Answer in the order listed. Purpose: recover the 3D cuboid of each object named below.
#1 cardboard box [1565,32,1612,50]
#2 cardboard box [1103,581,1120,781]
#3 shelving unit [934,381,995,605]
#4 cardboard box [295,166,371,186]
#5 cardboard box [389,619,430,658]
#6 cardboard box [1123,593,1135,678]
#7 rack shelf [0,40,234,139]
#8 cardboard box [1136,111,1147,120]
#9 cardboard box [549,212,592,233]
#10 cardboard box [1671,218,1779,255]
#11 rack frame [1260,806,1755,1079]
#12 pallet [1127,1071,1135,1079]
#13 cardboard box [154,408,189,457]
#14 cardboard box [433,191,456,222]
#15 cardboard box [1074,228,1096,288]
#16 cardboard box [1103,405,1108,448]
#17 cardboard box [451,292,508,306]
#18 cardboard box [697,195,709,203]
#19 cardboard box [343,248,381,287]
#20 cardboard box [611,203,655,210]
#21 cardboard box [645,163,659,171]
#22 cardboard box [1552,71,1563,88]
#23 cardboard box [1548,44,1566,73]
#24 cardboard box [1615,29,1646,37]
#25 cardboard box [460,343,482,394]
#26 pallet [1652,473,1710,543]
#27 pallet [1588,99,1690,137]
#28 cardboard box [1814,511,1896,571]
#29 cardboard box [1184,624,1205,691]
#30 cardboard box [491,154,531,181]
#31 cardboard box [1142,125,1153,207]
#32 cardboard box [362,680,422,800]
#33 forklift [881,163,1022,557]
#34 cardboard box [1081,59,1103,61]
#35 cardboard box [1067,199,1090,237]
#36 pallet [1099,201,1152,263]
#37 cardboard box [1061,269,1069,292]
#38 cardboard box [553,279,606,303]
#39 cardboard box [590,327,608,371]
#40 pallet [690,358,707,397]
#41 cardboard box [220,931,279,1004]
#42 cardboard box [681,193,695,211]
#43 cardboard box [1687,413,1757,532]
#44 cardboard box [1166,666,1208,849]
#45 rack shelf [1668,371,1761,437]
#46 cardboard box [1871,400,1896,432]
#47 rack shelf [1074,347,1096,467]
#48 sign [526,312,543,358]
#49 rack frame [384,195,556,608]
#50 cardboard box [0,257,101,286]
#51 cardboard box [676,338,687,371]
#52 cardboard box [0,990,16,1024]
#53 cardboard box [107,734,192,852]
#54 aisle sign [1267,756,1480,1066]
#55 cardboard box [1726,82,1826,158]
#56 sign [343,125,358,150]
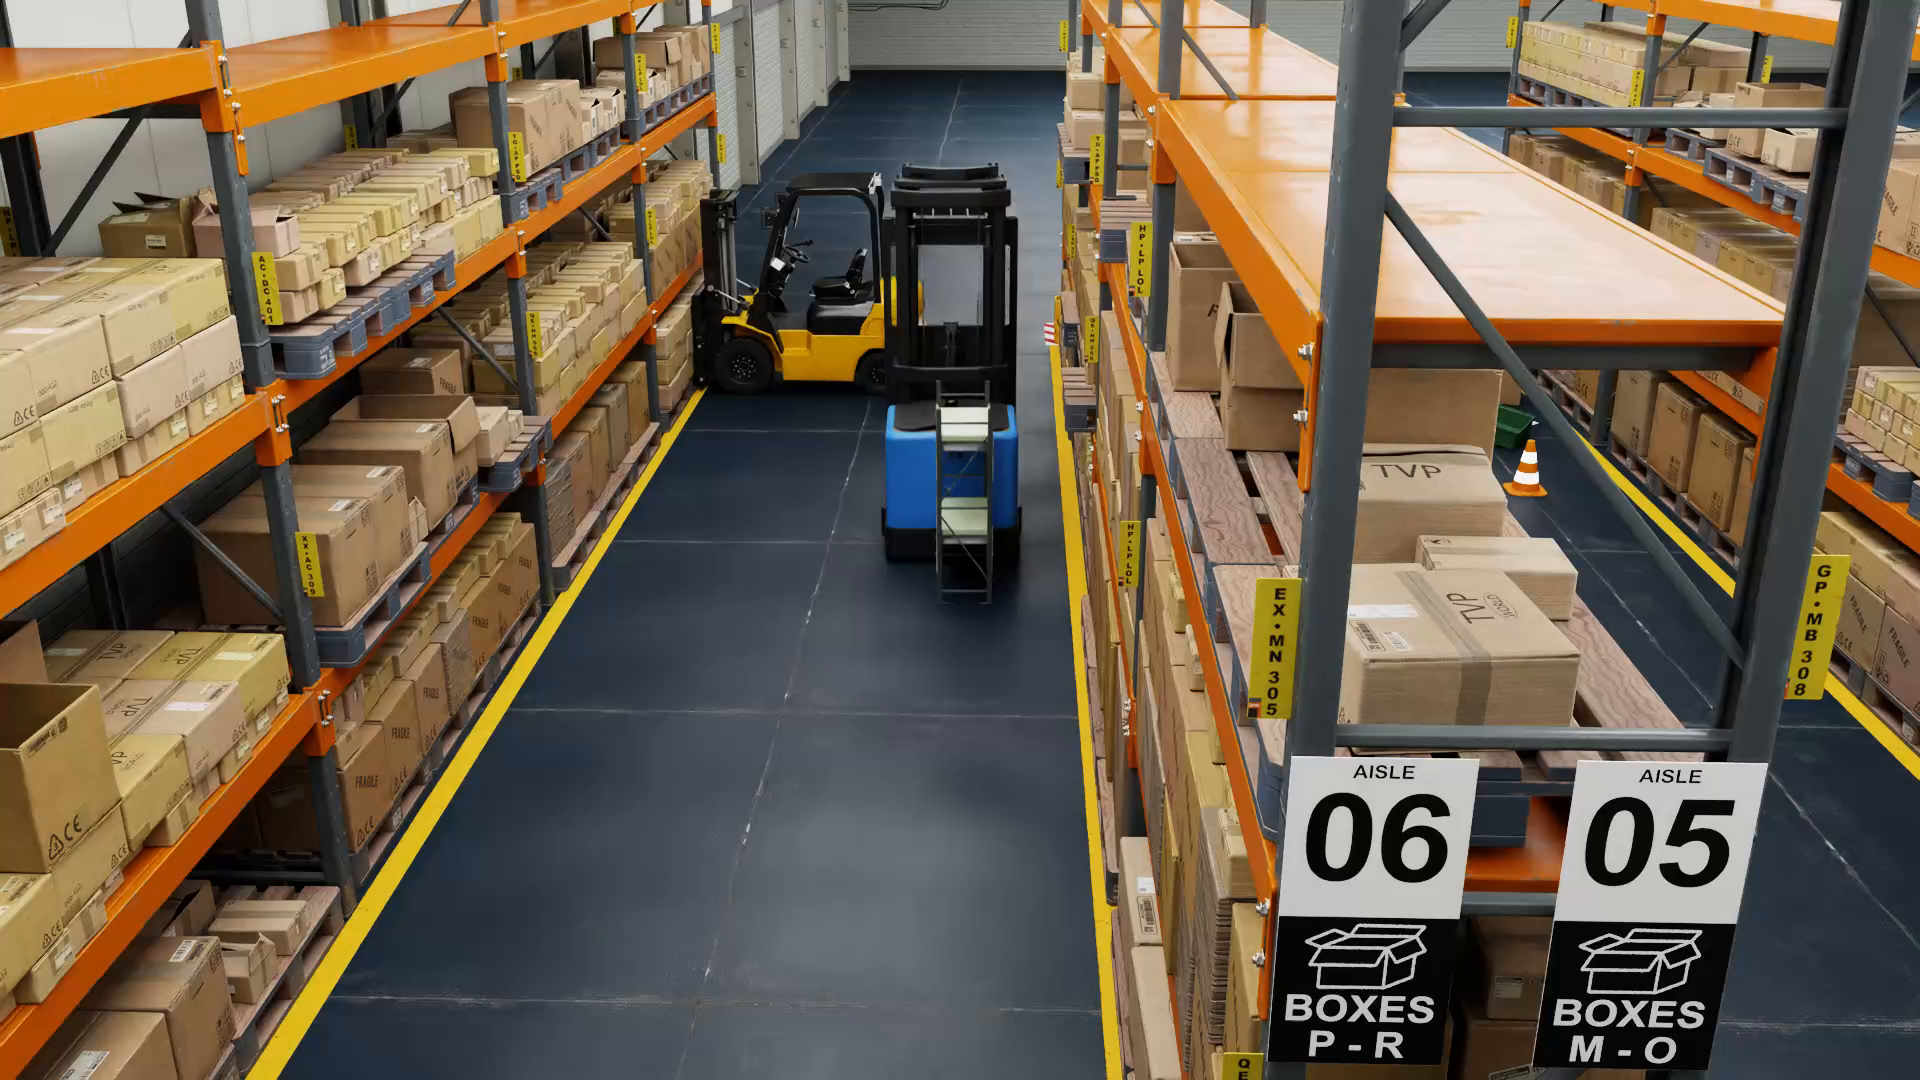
[{"bbox_3d":[6.272,-4.976,16.586,0.380,0.149,0.250,1,21,2],"label":"cardboard box"},{"bbox_3d":[1.291,0.814,9.641,0.875,0.875,0.875,1,21,3],"label":"cardboard box"},{"bbox_3d":[0.028,-0.358,12.378,0.431,1.500,0.755,0,21,-1],"label":"shelving unit"},{"bbox_3d":[-3.798,-2.173,10.082,0.380,0.149,0.250,1,21,3],"label":"cardboard box"},{"bbox_3d":[-3.375,0.585,9.852,0.380,0.149,0.250,1,21,4],"label":"cardboard box"},{"bbox_3d":[1.094,0.476,8.363,0.500,0.250,0.500,0,21,0],"label":"cardboard box"},{"bbox_3d":[-3.690,-1.219,5.229,1.077,0.370,4.000,1,21,2],"label":"rack shelf"},{"bbox_3d":[1.665,-3.266,13.279,0.500,0.250,0.500,1,21,2],"label":"cardboard box"},{"bbox_3d":[-3.678,-2.981,15.619,0.380,0.149,0.250,1,21,2],"label":"cardboard box"},{"bbox_3d":[6.503,-2.451,14.178,0.700,0.500,0.500,0,21,1],"label":"cardboard box"},{"bbox_3d":[1.210,2.017,4.183,1.000,3.000,0.127,1,21,2],"label":"rack frame"},{"bbox_3d":[1.196,2.587,6.569,1.003,0.211,1.213,1,21,2],"label":"pallet"},{"bbox_3d":[-3.373,-0.445,6.729,0.380,0.149,0.250,1,21,3],"label":"cardboard box"},{"bbox_3d":[-3.303,-2.033,10.132,0.380,0.149,0.250,1,21,2],"label":"cardboard box"},{"bbox_3d":[1.275,-2.536,14.789,0.500,0.500,0.500,1,21,3],"label":"cardboard box"},{"bbox_3d":[1.175,-0.671,10.628,0.500,0.250,0.500,1,21,3],"label":"cardboard box"},{"bbox_3d":[-3.787,-1.860,13.142,0.380,0.149,0.250,0,21,1],"label":"cardboard box"},{"bbox_3d":[-3.042,-3.499,18.263,0.500,0.500,0.500,1,21,3],"label":"cardboard box"},{"bbox_3d":[-3.177,-1.386,8.436,0.380,0.149,0.250,1,21,2],"label":"cardboard box"},{"bbox_3d":[-3.163,-3.162,16.086,0.380,0.149,0.250,0,21,1],"label":"cardboard box"},{"bbox_3d":[-3.559,-4.094,18.488,0.380,0.149,0.250,1,21,3],"label":"cardboard box"},{"bbox_3d":[6.279,-4.697,16.969,0.380,0.149,0.250,0,21,1],"label":"cardboard box"},{"bbox_3d":[6.348,-4.922,16.997,0.500,0.250,0.500,0,21,1],"label":"cardboard box"},{"bbox_3d":[6.945,-5.153,17.042,0.380,0.149,0.250,1,21,2],"label":"cardboard box"},{"bbox_3d":[-3.772,-1.257,12.138,0.500,0.250,0.500,1,21,3],"label":"cardboard box"},{"bbox_3d":[6.544,-0.281,13.962,1.003,0.211,1.213,1,21,2],"label":"pallet"},{"bbox_3d":[6.562,-3.956,15.555,1.003,0.211,1.213,1,21,2],"label":"pallet"},{"bbox_3d":[6.142,0.009,11.196,0.500,0.250,0.500,0,21,-1],"label":"cardboard box"},{"bbox_3d":[0.998,0.418,5.889,0.380,0.149,0.250,1,21,2],"label":"cardboard box"},{"bbox_3d":[-3.194,-2.583,11.497,0.380,0.166,0.250,1,21,2],"label":"cardboard box"},{"bbox_3d":[1.593,-2.380,10.645,0.797,0.503,0.637,-1,21,-2],"label":"cardboard box"},{"bbox_3d":[-3.383,1.122,9.365,0.500,0.500,0.500,0,21,1],"label":"cardboard box"},{"bbox_3d":[-0.082,-1.713,13.892,1.130,2.935,3.031,0,21,-1],"label":"forklift"},{"bbox_3d":[1.405,-4.745,16.709,0.380,0.149,0.250,1,21,3],"label":"cardboard box"},{"bbox_3d":[1.371,-3.229,17.155,0.500,0.500,0.500,0,21,1],"label":"cardboard box"},{"bbox_3d":[1.487,-1.952,10.528,1.213,0.211,1.003,2,21,4],"label":"pallet"},{"bbox_3d":[1.396,-2.734,18.612,0.500,0.500,0.500,0,21,0],"label":"cardboard box"},{"bbox_3d":[-3.114,-2.039,13.602,0.380,0.149,0.250,0,21,0],"label":"cardboard box"},{"bbox_3d":[-3.204,-1.572,13.641,0.500,0.250,0.500,1,21,3],"label":"cardboard box"},{"bbox_3d":[-3.286,-1.804,17.887,1.003,0.211,1.213,1,21,2],"label":"pallet"},{"bbox_3d":[-3.364,1.930,7.606,0.396,0.266,0.258,1,21,4],"label":"cardboard box"},{"bbox_3d":[-3.009,-3.577,17.567,0.380,0.149,0.250,1,21,2],"label":"cardboard box"},{"bbox_3d":[6.536,-0.540,13.302,1.050,0.750,0.750,1,21,2],"label":"cardboard box"},{"bbox_3d":[1.009,0.778,5.857,0.500,0.500,0.500,0,21,1],"label":"cardboard box"},{"bbox_3d":[6.465,-1.245,13.585,1.077,0.370,4.000,1,21,2],"label":"rack shelf"},{"bbox_3d":[6.183,-0.804,10.810,0.380,0.149,0.250,2,21,4],"label":"cardboard box"},{"bbox_3d":[1.515,-1.263,13.632,1.077,0.370,4.000,1,21,2],"label":"rack shelf"},{"bbox_3d":[-2.965,-1.429,11.573,0.100,0.325,0.005,1,21,2],"label":"sign"},{"bbox_3d":[-3.508,-0.928,11.775,1.000,3.000,0.127,1,21,2],"label":"rack frame"},{"bbox_3d":[-3.929,-1.007,6.935,0.500,0.250,0.500,0,21,1],"label":"cardboard box"},{"bbox_3d":[-3.049,-1.875,16.745,0.500,0.250,0.500,1,21,1],"label":"cardboard box"},{"bbox_3d":[-3.461,1.591,5.630,0.380,0.149,0.250,1,21,2],"label":"cardboard box"},{"bbox_3d":[-3.430,0.997,6.608,0.500,0.250,0.500,0,21,1],"label":"cardboard box"},{"bbox_3d":[0.898,0.828,3.654,0.394,0.787,0.004,1,21,2],"label":"aisle sign"},{"bbox_3d":[6.178,-3.176,12.565,0.500,0.500,0.500,1,21,2],"label":"cardboard box"},{"bbox_3d":[-4.062,-2.614,11.148,0.100,0.325,0.005,1,21,2],"label":"sign"}]
